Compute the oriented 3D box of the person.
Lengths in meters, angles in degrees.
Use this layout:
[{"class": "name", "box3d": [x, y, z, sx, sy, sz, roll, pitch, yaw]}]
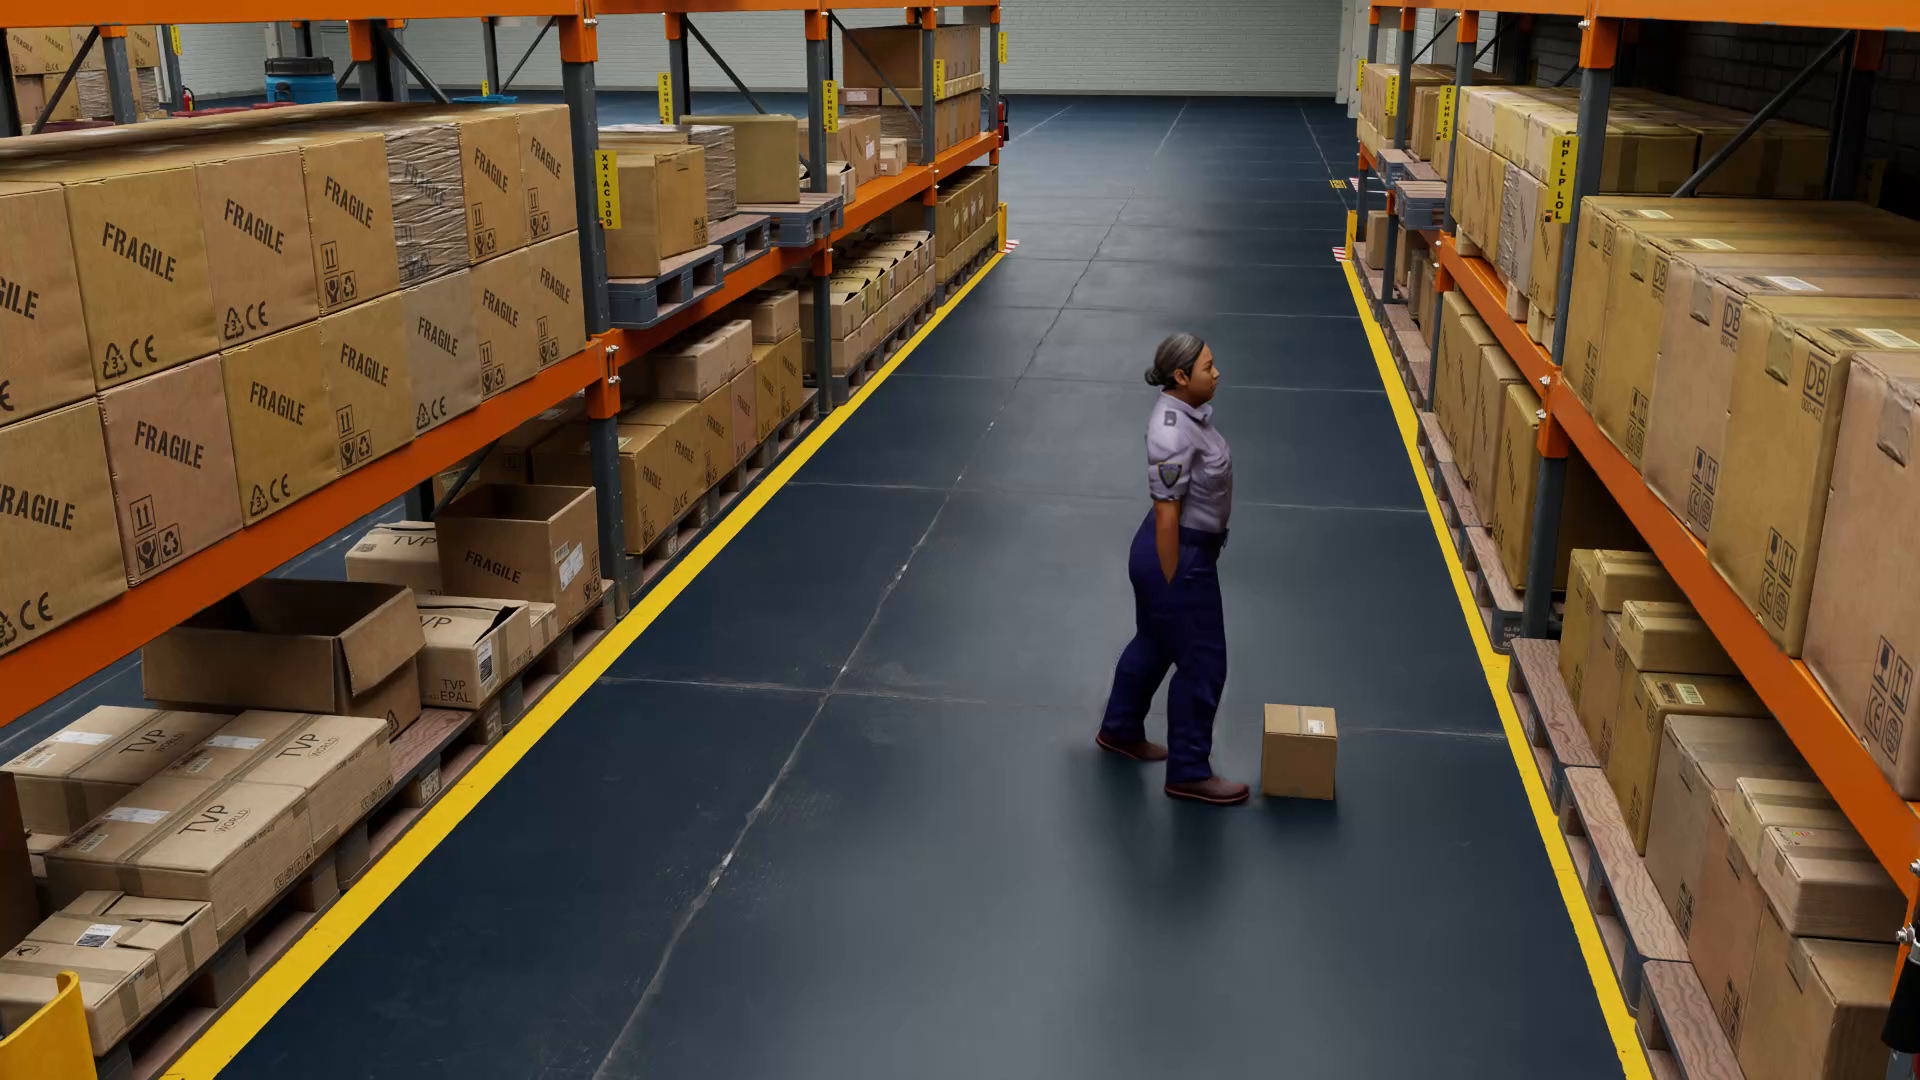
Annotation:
[{"class": "person", "box3d": [0.775, 0.094, 5.842, 0.565, 1.667, 0.476, 3, 18, 10]}]
